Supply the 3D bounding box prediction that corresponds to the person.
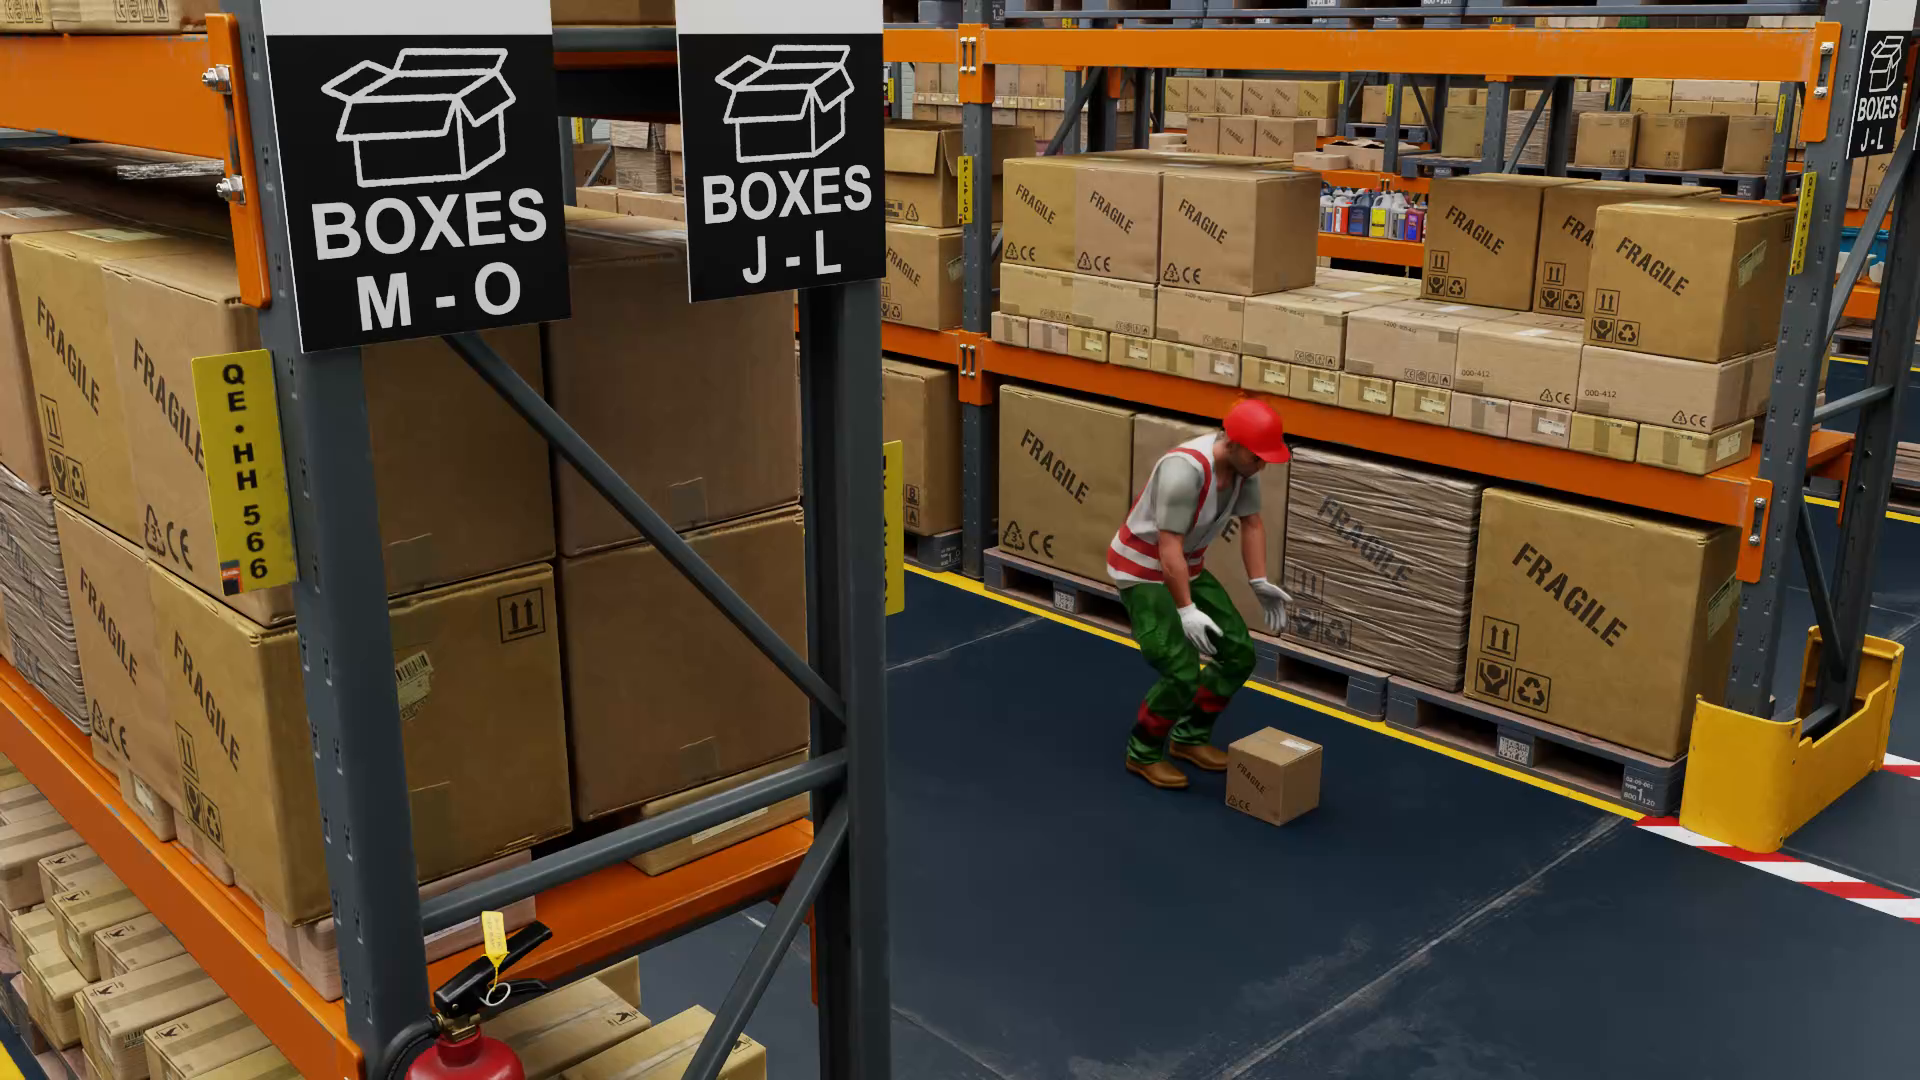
[{"bbox_3d":[-0.463,-1.656,12.321,7.045,1.528,11.702,-15,23,-41],"label":"person"}]
